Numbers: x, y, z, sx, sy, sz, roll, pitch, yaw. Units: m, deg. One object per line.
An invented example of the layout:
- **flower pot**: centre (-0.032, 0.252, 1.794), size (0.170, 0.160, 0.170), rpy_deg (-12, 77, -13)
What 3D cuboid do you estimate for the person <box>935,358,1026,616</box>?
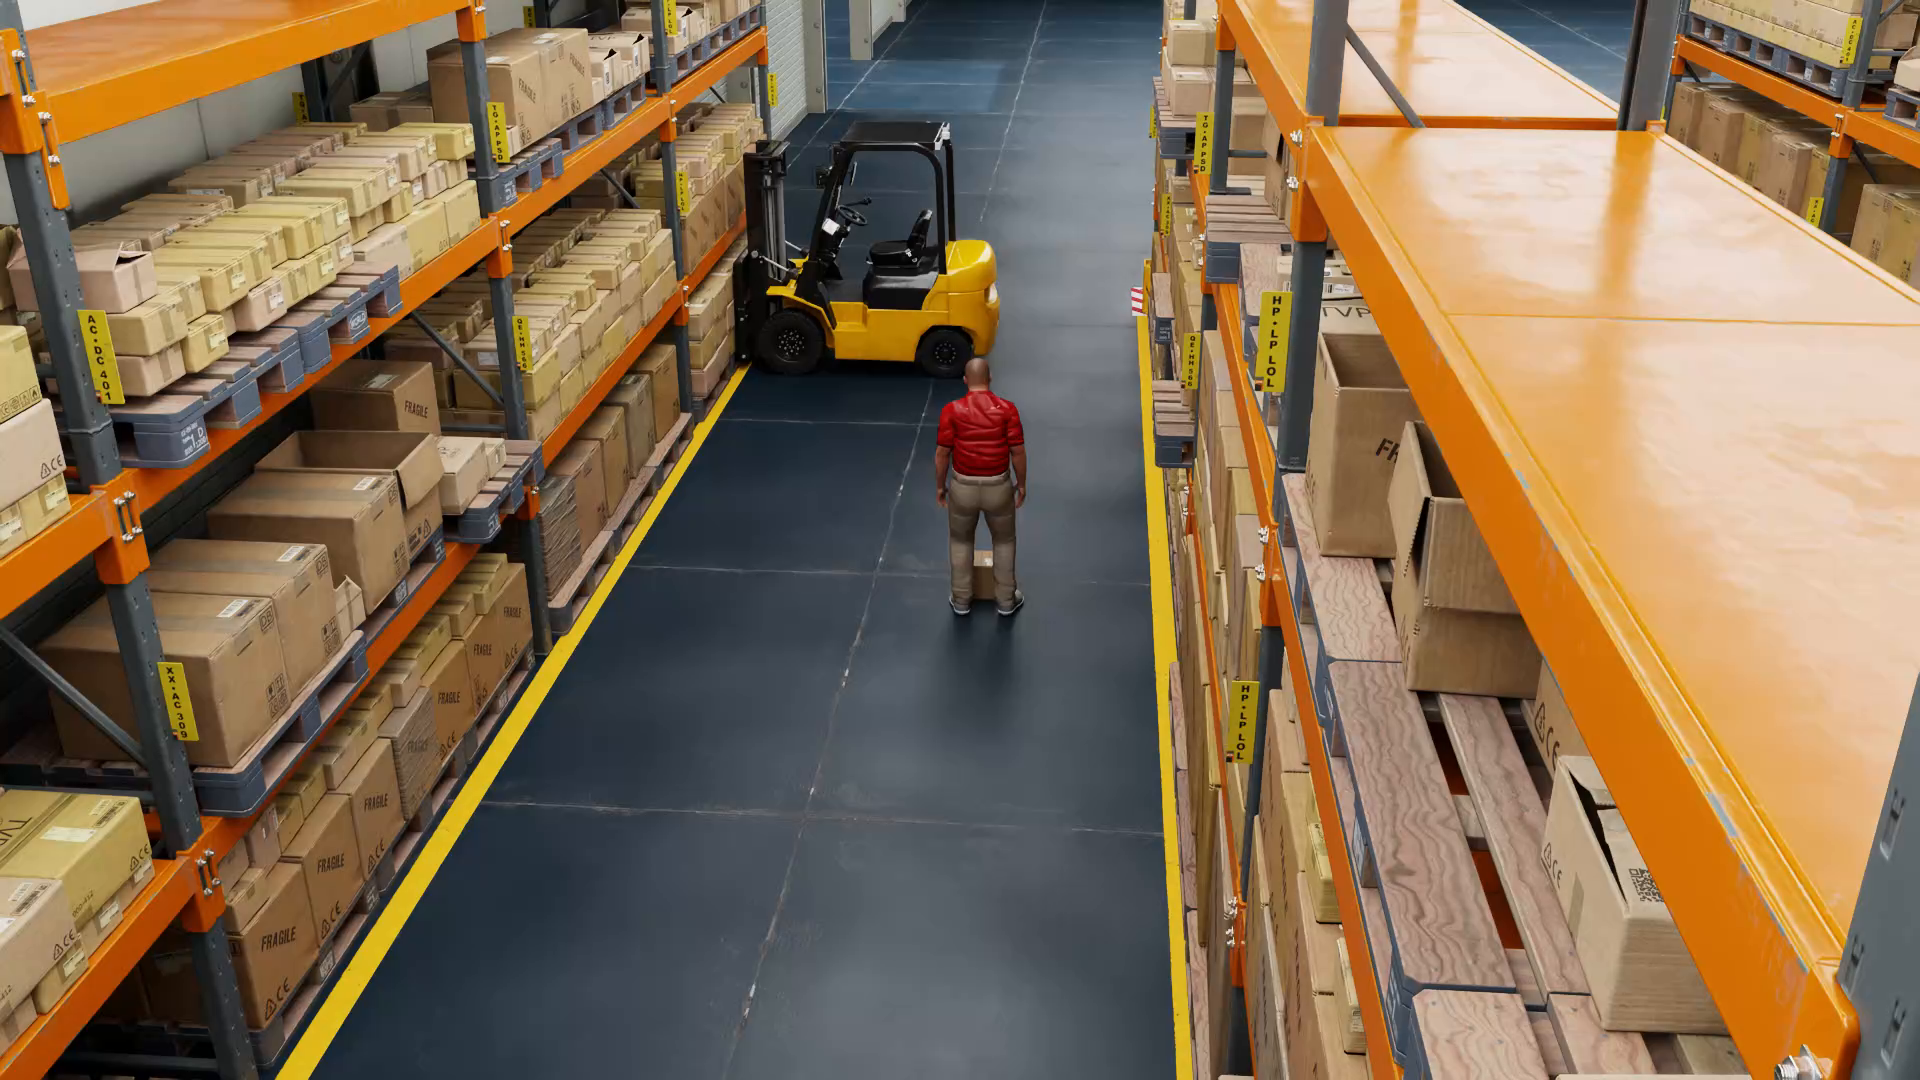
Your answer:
- **person**: centre (0.135, -0.331, 10.757), size (0.589, 1.725, 0.392), rpy_deg (1, 24, 1)
